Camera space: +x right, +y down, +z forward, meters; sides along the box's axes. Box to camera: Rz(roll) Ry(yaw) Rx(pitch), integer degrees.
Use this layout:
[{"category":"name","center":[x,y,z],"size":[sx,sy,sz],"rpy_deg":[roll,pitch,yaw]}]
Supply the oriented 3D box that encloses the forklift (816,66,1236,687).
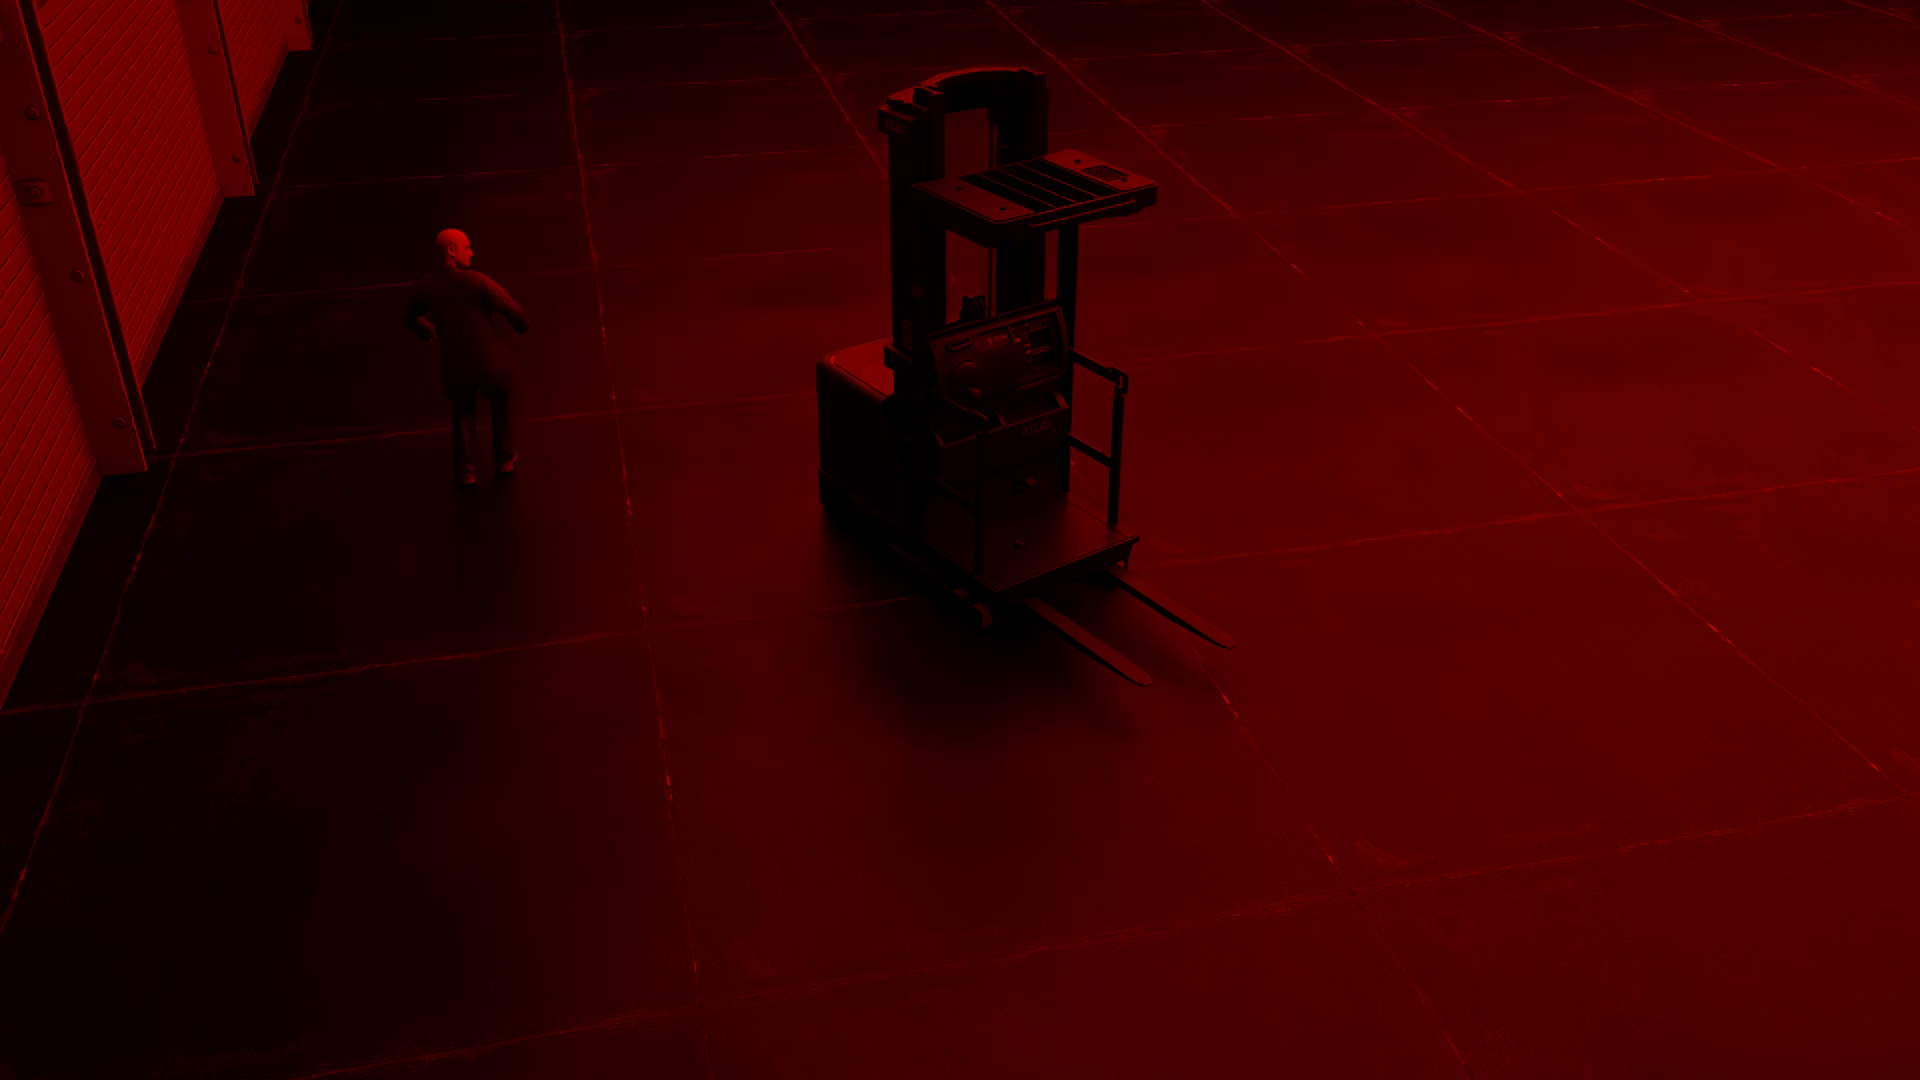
[{"category":"forklift","center":[0.355,-1.021,9.338],"size":[1.130,2.935,3.031],"rpy_deg":[-20,35,-30]}]

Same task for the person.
[{"category":"person","center":[-3.206,-1.216,10.935],"size":[0.831,1.725,0.609],"rpy_deg":[-1,30,-1]}]
